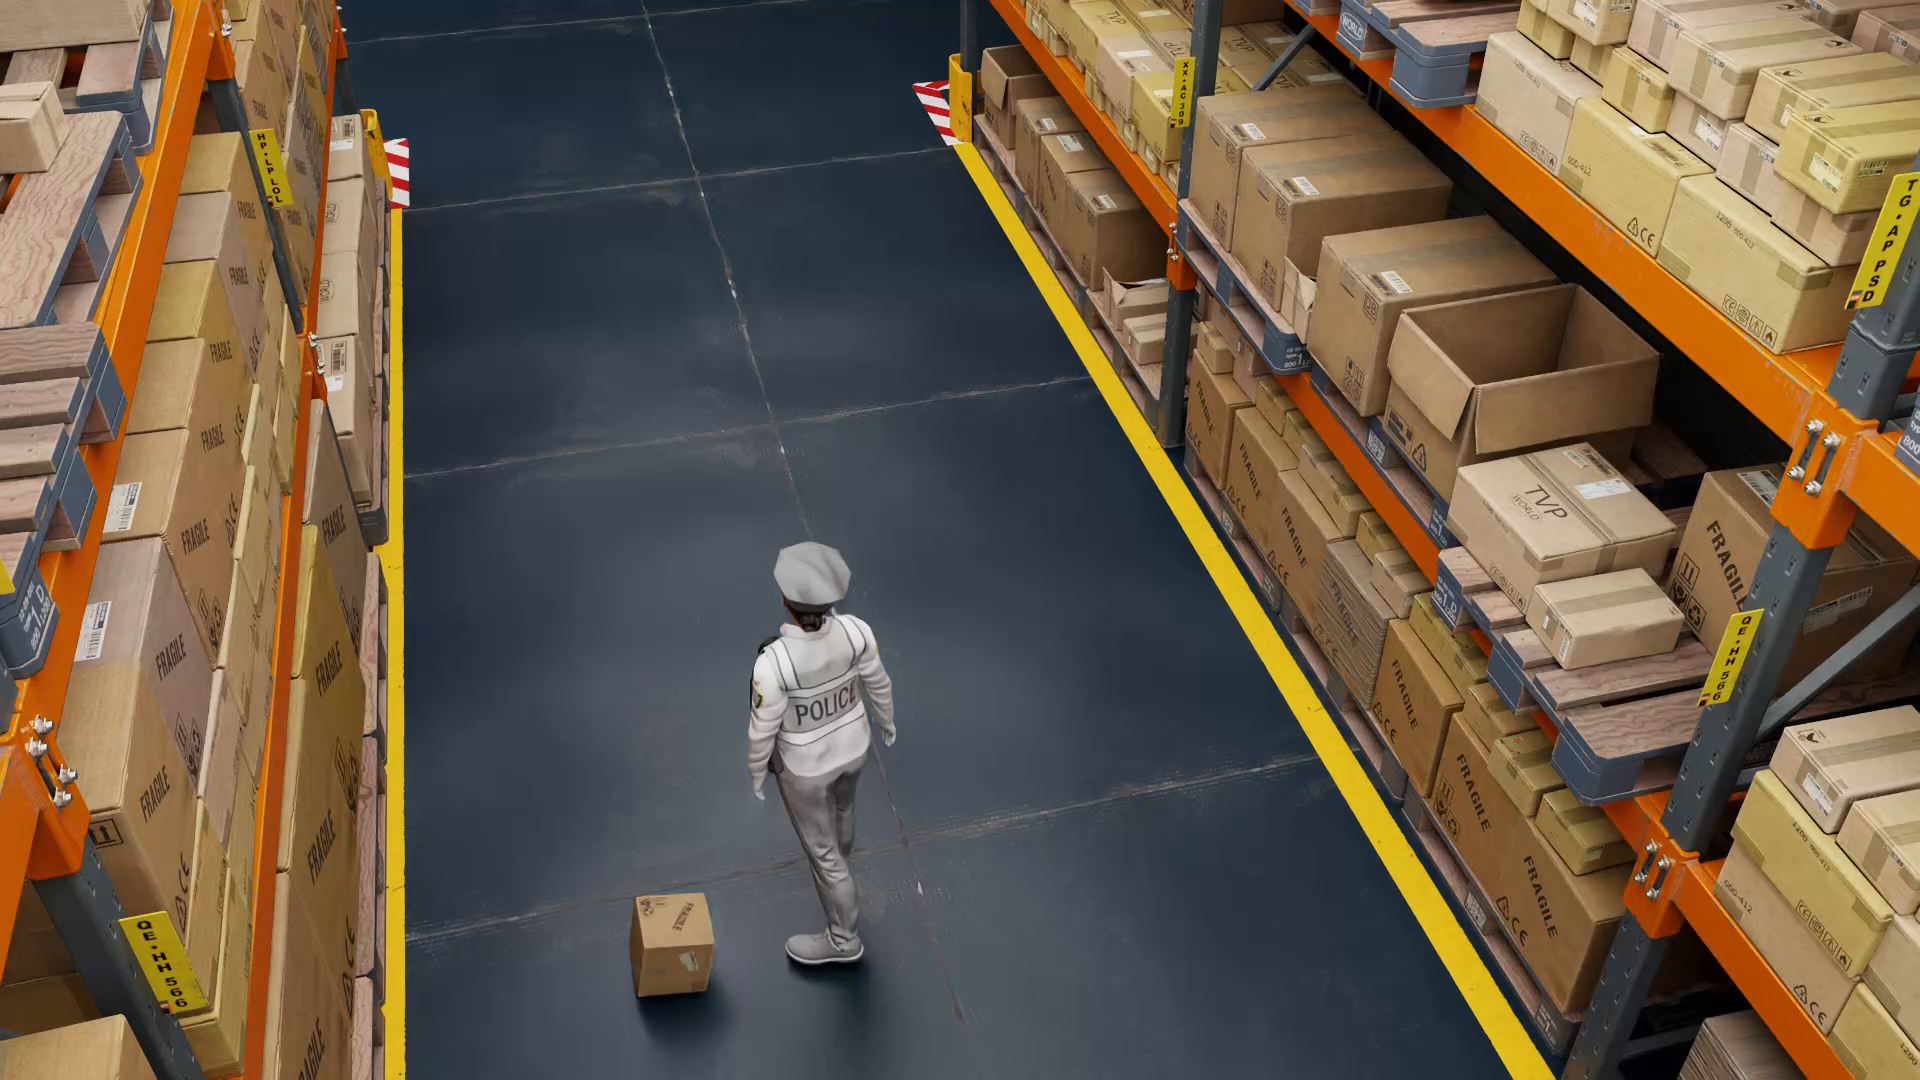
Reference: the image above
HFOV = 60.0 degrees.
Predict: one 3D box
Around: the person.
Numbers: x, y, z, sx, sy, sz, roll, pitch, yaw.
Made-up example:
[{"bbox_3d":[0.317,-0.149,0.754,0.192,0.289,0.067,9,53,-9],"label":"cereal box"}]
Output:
[{"bbox_3d":[-0.484,0.713,5.788,0.580,1.660,0.608,-27,46,-30],"label":"person"}]
